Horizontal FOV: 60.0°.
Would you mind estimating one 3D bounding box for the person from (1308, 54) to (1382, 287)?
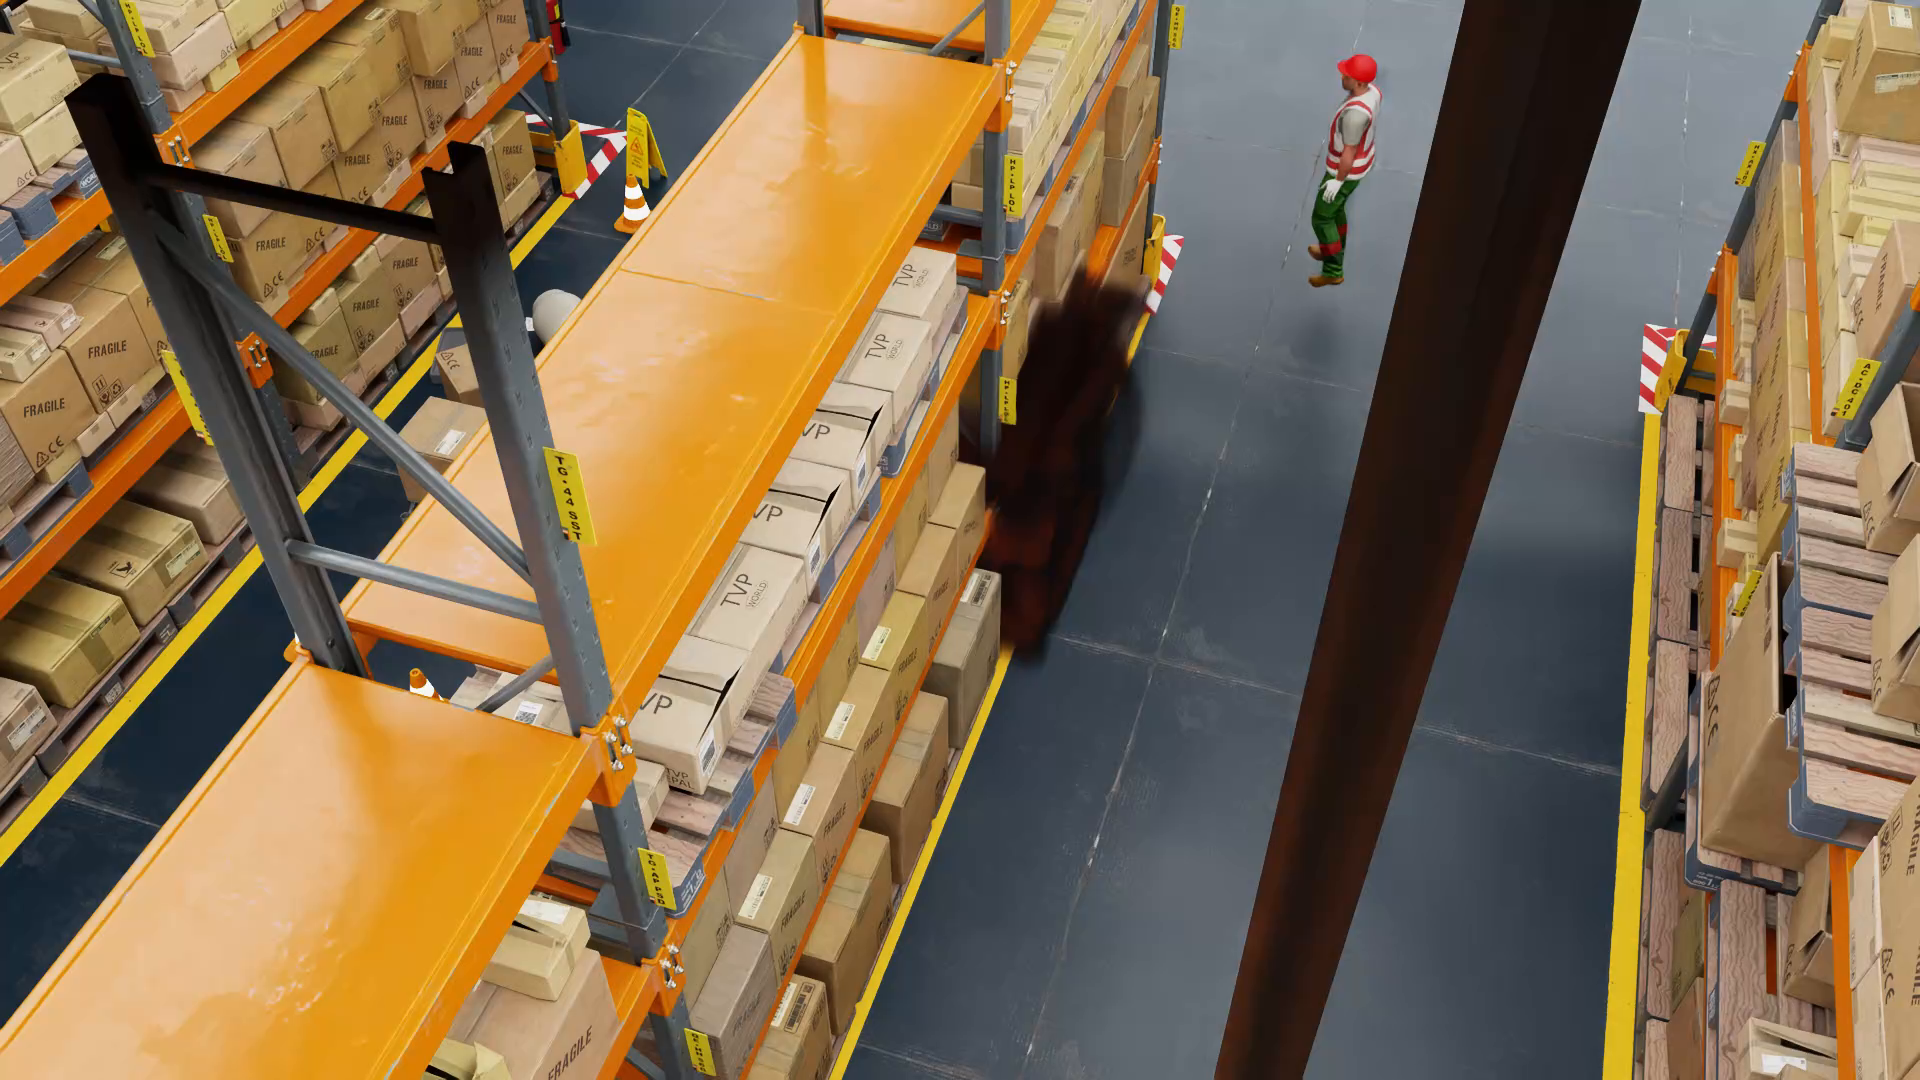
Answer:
[{"bbox_3d":[2.826,-2.714,12.177,0.400,1.830,0.648,22,50,20],"label":"person"}]
